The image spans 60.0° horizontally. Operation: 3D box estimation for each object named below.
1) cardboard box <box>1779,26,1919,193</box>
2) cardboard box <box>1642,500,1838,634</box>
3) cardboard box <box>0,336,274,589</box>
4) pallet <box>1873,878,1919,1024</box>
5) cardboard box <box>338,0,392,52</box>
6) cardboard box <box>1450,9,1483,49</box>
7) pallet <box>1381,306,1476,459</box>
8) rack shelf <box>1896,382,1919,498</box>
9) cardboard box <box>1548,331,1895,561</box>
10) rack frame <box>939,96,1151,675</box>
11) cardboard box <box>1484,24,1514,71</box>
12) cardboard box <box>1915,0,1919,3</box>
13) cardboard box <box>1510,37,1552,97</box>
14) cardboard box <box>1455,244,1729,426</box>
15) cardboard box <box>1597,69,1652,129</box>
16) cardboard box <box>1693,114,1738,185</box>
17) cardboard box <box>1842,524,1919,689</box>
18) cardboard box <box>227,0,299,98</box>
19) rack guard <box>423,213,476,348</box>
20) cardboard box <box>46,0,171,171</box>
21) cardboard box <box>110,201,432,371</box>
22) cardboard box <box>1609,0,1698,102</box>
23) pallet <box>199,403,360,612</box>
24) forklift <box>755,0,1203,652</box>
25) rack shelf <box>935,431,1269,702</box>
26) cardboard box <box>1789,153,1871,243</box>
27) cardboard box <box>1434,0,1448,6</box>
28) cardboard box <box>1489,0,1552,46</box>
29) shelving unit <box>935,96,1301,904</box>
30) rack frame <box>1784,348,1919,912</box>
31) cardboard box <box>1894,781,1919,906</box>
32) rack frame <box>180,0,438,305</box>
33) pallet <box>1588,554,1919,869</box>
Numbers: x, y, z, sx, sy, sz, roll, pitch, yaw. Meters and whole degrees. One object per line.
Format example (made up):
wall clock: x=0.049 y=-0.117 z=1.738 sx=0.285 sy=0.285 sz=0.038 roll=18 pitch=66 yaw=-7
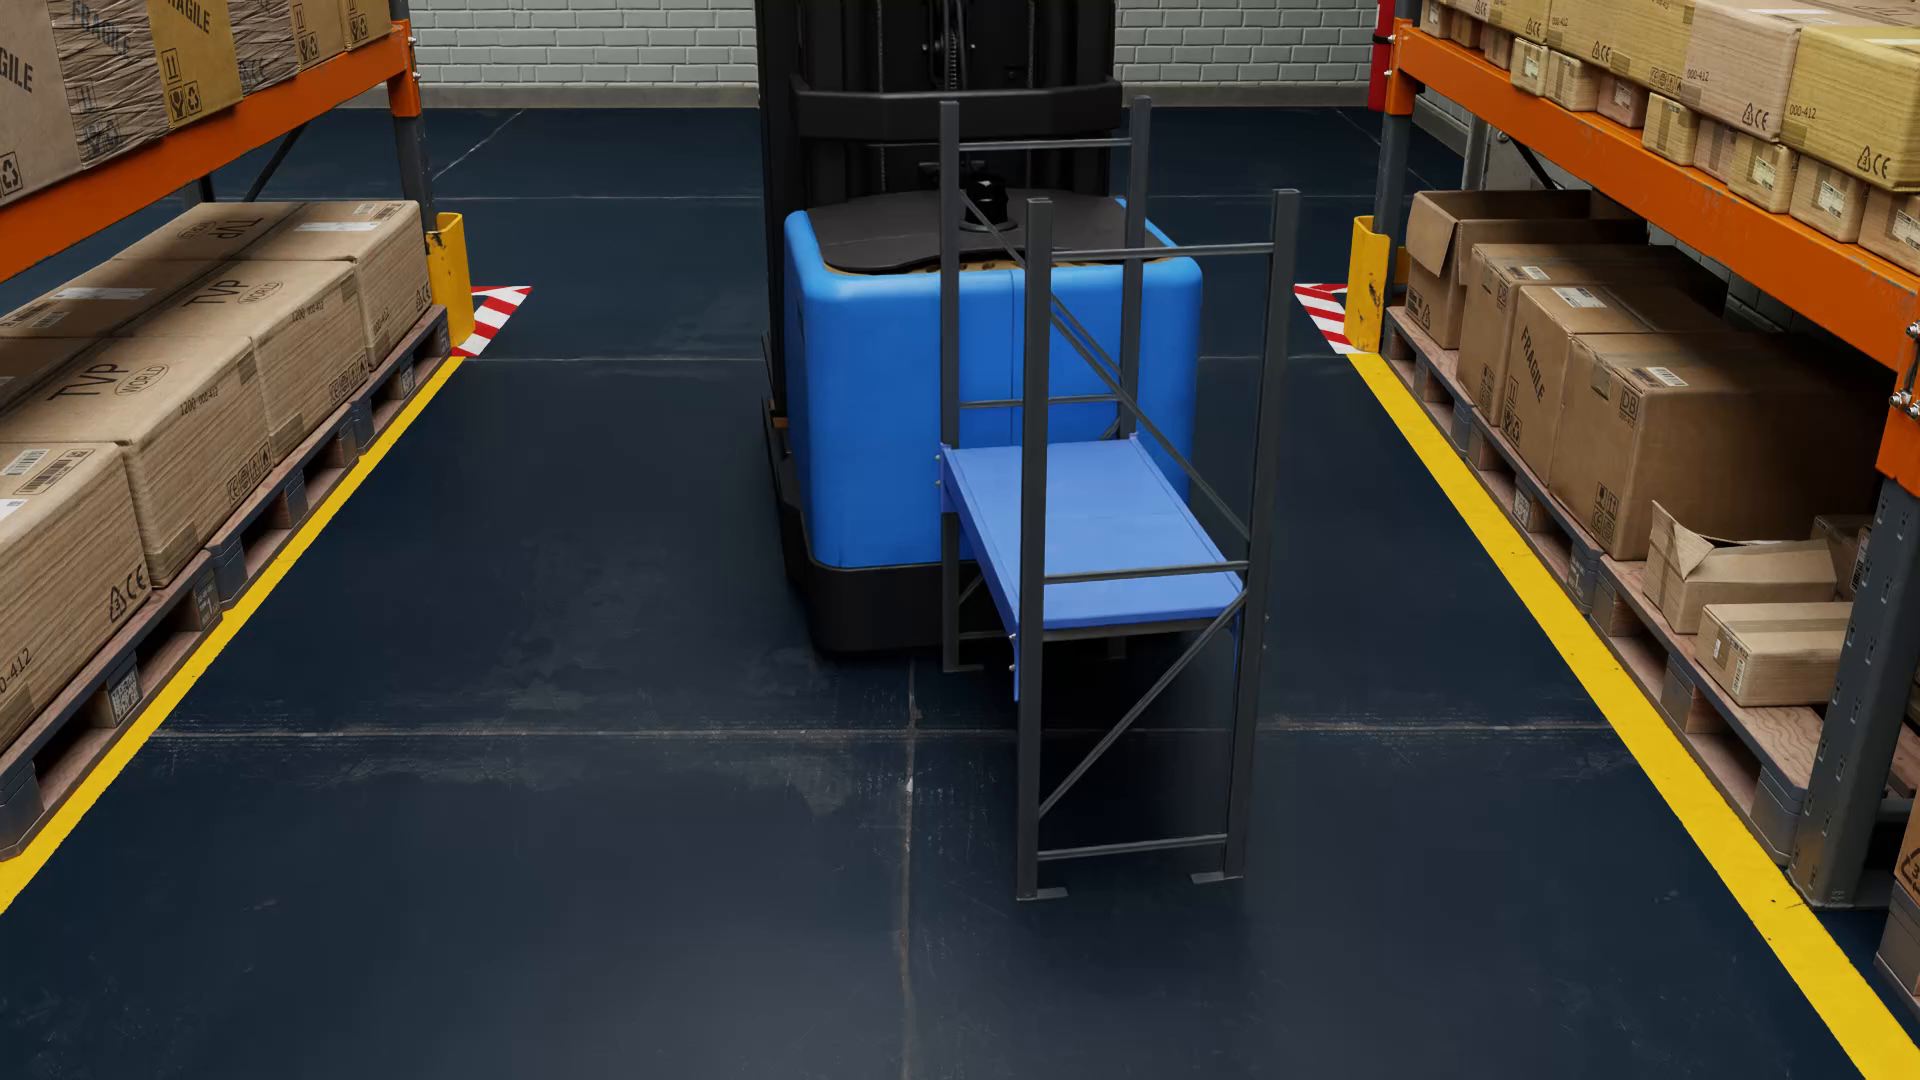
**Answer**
cardboard box: x=2.049 y=-0.885 z=3.389 sx=0.500 sy=0.250 sz=0.500 roll=0 pitch=24 yaw=1
cardboard box: x=1.995 y=0.070 z=4.264 sx=0.396 sy=0.266 sz=0.258 roll=1 pitch=24 yaw=1
cardboard box: x=-2.574 y=-0.238 z=4.735 sx=0.875 sy=0.438 sz=0.875 roll=-1 pitch=24 yaw=-2
pallet: x=2.345 y=0.996 z=2.792 sx=1.003 sy=0.211 sz=1.213 roll=0 pitch=24 yaw=-1
cardboard box: x=-2.438 y=-2.082 z=6.092 sx=0.500 sy=0.500 sz=0.500 roll=0 pitch=24 yaw=0
cardboard box: x=2.033 y=-1.902 z=6.120 sx=0.380 sy=0.149 sz=0.250 roll=0 pitch=24 yaw=1
pallet: x=2.266 y=-0.627 z=6.381 sx=1.003 sy=0.211 sz=1.213 roll=0 pitch=24 yaw=-1
rack shelf: x=2.321 y=0.542 z=1.284 sx=1.077 sy=0.370 sz=4.000 roll=0 pitch=24 yaw=-1
cardboard box: x=2.149 y=-0.278 z=4.747 sx=0.700 sy=0.500 sz=0.500 roll=-1 pitch=24 yaw=-3
rack frame: x=0.200 y=-0.346 z=4.195 sx=0.500 sy=1.500 sz=0.032 roll=-4 pitch=25 yaw=-9
cardboard box: x=2.013 y=-1.689 z=5.650 sx=0.380 sy=0.149 sz=0.250 roll=0 pitch=24 yaw=1
cardboard box: x=2.551 y=-1.089 z=3.838 sx=0.500 sy=0.250 sz=0.500 roll=0 pitch=24 yaw=-1
cardboard box: x=1.949 y=-1.476 z=5.177 sx=0.380 sy=0.149 sz=0.250 roll=-1 pitch=24 yaw=-2
cardboard box: x=2.138 y=-0.705 z=5.693 sx=0.700 sy=0.500 sz=0.500 roll=1 pitch=24 yaw=2
cardboard box: x=2.044 y=-1.261 z=4.703 sx=0.380 sy=0.149 sz=0.250 roll=0 pitch=24 yaw=-1
cardboard box: x=2.015 y=-0.948 z=4.010 sx=0.380 sy=0.149 sz=0.250 roll=0 pitch=24 yaw=1
cardboard box: x=2.528 y=0.151 z=4.029 sx=0.500 sy=0.311 sz=0.500 roll=1 pitch=24 yaw=1
cardboard box: x=-2.432 y=-1.663 z=5.166 sx=0.500 sy=0.500 sz=0.500 roll=0 pitch=24 yaw=1
rack guard: x=-2.708 y=-1.105 z=7.086 sx=1.175 sy=0.500 sz=0.348 roll=0 pitch=24 yaw=-1
cardboard box: x=-2.408 y=-1.238 z=4.226 sx=0.500 sy=0.500 sz=0.500 roll=0 pitch=24 yaw=0
cardboard box: x=-2.601 y=-0.986 z=6.390 sx=0.875 sy=0.438 sz=0.875 roll=-1 pitch=24 yaw=-2
cardboard box: x=2.037 y=-1.297 z=4.300 sx=0.500 sy=0.250 sz=0.500 roll=0 pitch=24 yaw=-1
pallet: x=-2.611 y=-0.133 z=5.287 sx=1.003 sy=0.211 sz=1.213 roll=0 pitch=24 yaw=-1
forklift: x=-0.112 y=-1.616 z=5.267 sx=1.130 sy=2.935 sz=3.031 roll=-4 pitch=25 yaw=-9
rack shelf: x=0.283 y=0.025 z=3.812 sx=0.538 sy=0.185 sz=1.000 roll=-4 pitch=25 yaw=-9
cardboard box: x=2.018 y=-0.732 z=3.534 sx=0.380 sy=0.149 sz=0.250 roll=0 pitch=24 yaw=1
cardboard box: x=1.991 y=-2.137 z=6.155 sx=0.500 sy=0.250 sz=0.500 roll=0 pitch=24 yaw=0
cardboard box: x=2.005 y=-1.720 z=5.234 sx=0.500 sy=0.250 sz=0.500 roll=-1 pitch=24 yaw=-2
shelving unit: x=0.283 y=-0.139 z=3.738 sx=0.538 sy=1.500 sz=1.048 roll=-4 pitch=25 yaw=-9
rack frame: x=2.299 y=-0.609 z=2.958 sx=1.000 sy=3.000 sz=0.127 roll=0 pitch=24 yaw=-1
cardboard box: x=2.079 y=0.538 z=2.943 sx=0.500 sy=0.500 sz=0.500 roll=1 pitch=24 yaw=2
rack frame: x=-2.708 y=-2.234 z=6.549 sx=1.000 sy=3.000 sz=0.127 roll=0 pitch=24 yaw=-1
pallet: x=2.292 y=0.378 z=4.158 sx=1.003 sy=0.211 sz=1.213 roll=0 pitch=24 yaw=-1
